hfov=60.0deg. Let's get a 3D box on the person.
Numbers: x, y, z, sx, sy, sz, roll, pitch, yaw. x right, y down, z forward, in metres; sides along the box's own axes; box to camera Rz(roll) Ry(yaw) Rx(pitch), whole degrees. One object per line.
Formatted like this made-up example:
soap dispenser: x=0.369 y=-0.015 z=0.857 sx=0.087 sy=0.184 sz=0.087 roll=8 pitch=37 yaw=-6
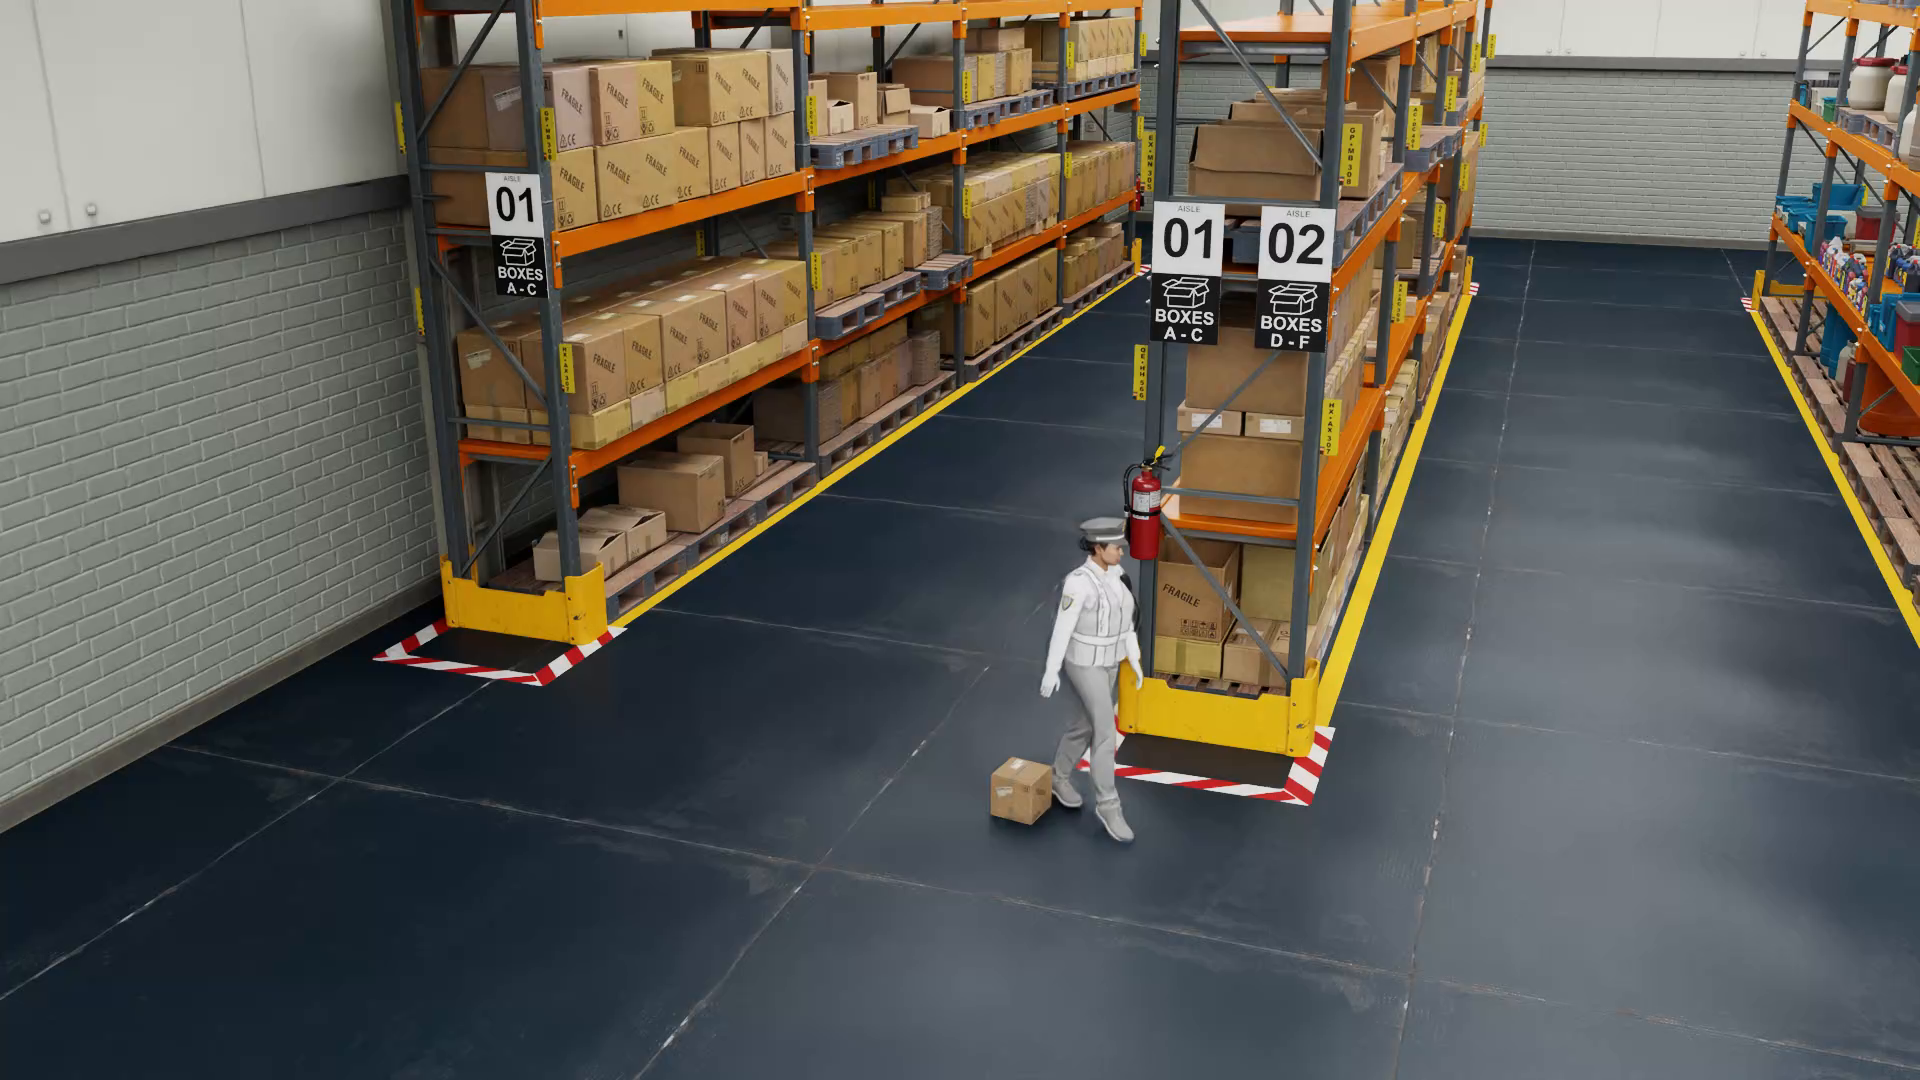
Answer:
person: x=0.776 y=0.722 z=8.971 sx=0.660 sy=1.699 sz=0.556 roll=14 pitch=23 yaw=36
